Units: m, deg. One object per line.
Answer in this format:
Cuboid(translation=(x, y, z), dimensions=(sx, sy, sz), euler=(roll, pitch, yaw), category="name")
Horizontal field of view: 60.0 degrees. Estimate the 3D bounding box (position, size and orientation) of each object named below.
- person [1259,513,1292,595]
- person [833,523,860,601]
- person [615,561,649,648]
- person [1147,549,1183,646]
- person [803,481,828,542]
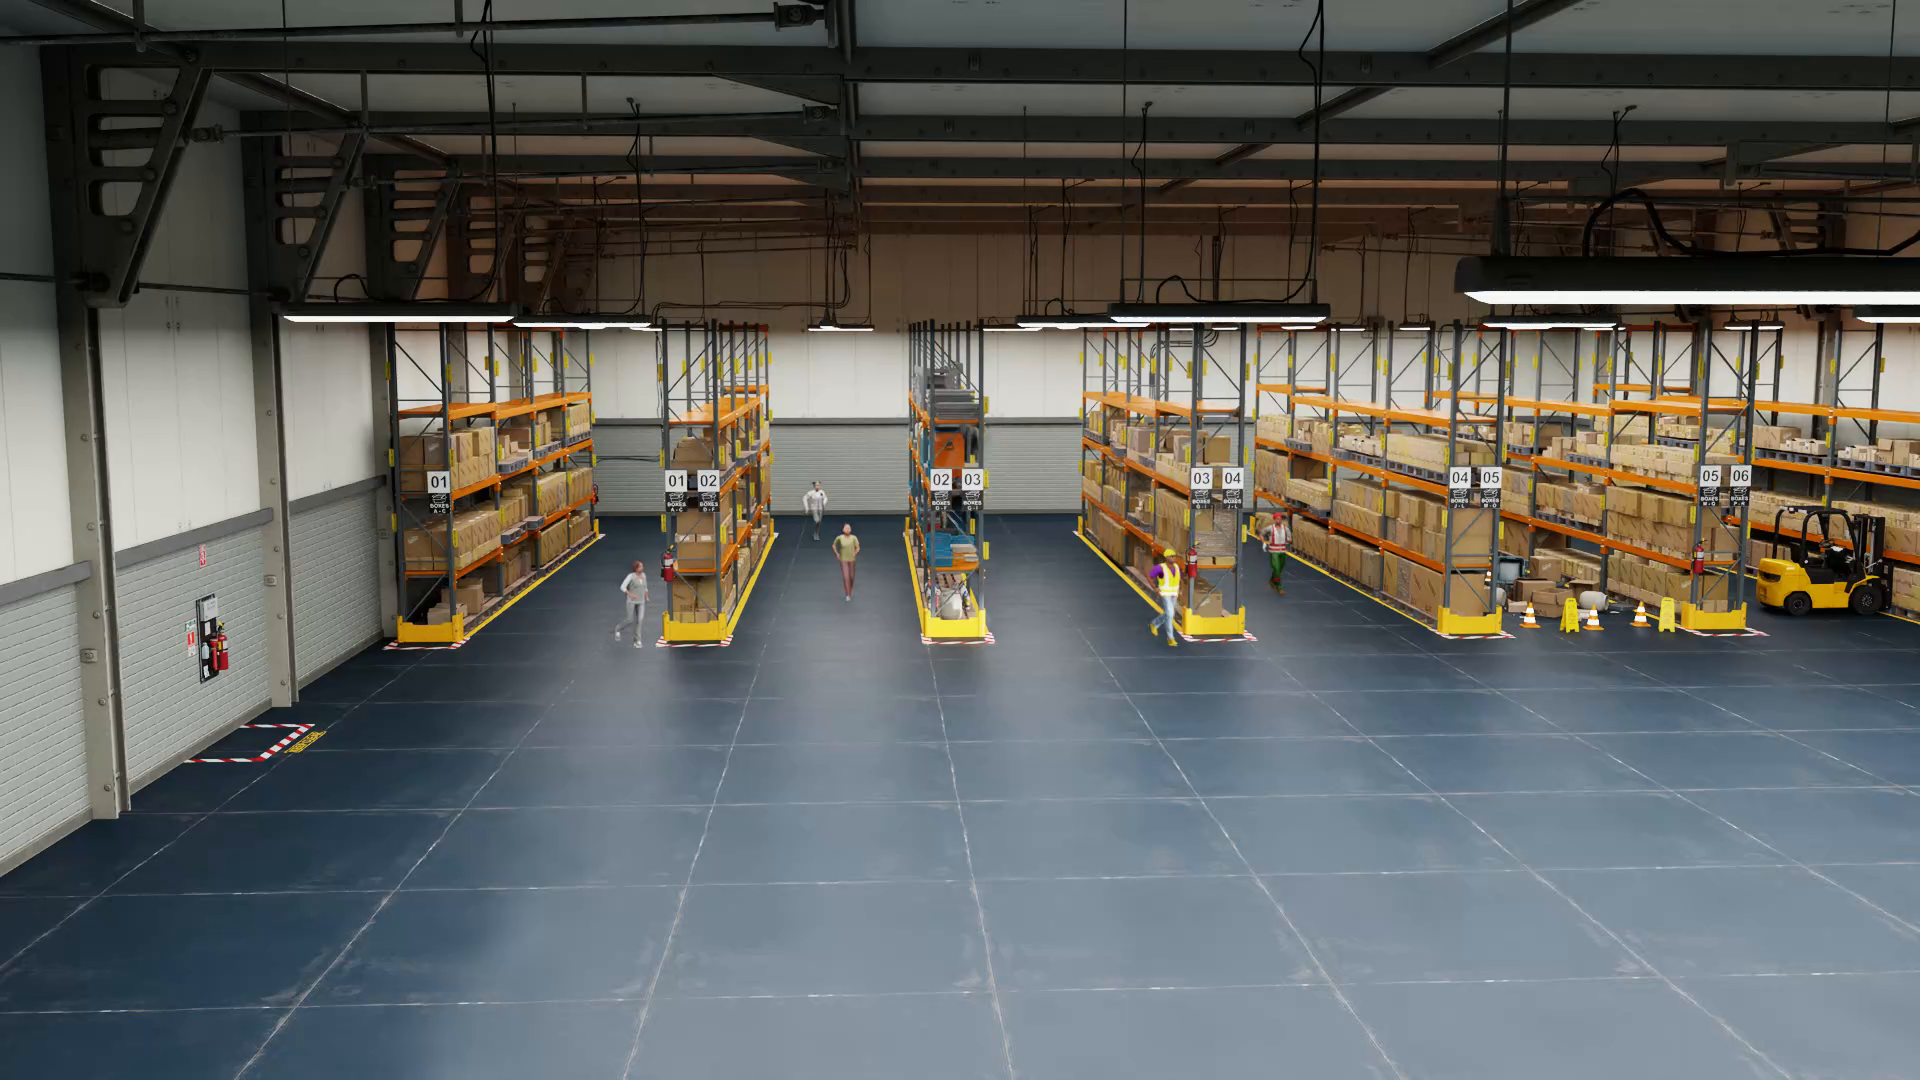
Cuboid(translation=(7.003, 0.276, 36.692), dimensions=(0.658, 1.772, 1.002), euler=(-2, 7, -15), category="person")
Cuboid(translation=(-2.455, 0.459, 36.047), dimensions=(0.587, 1.658, 0.701), euler=(-1, 7, -10), category="person")
Cuboid(translation=(-5.961, 1.168, 30.676), dimensions=(0.601, 1.541, 0.836), euler=(-6, 9, -41), category="person")
Cuboid(translation=(3.847, 1.038, 31.009), dimensions=(0.715, 1.773, 0.895), euler=(-5, 8, -34), category="person")
Cuboid(translation=(-3.996, -0.821, 46.306), dimensions=(0.638, 1.688, 0.725), euler=(-4, 8, -27), category="person")
